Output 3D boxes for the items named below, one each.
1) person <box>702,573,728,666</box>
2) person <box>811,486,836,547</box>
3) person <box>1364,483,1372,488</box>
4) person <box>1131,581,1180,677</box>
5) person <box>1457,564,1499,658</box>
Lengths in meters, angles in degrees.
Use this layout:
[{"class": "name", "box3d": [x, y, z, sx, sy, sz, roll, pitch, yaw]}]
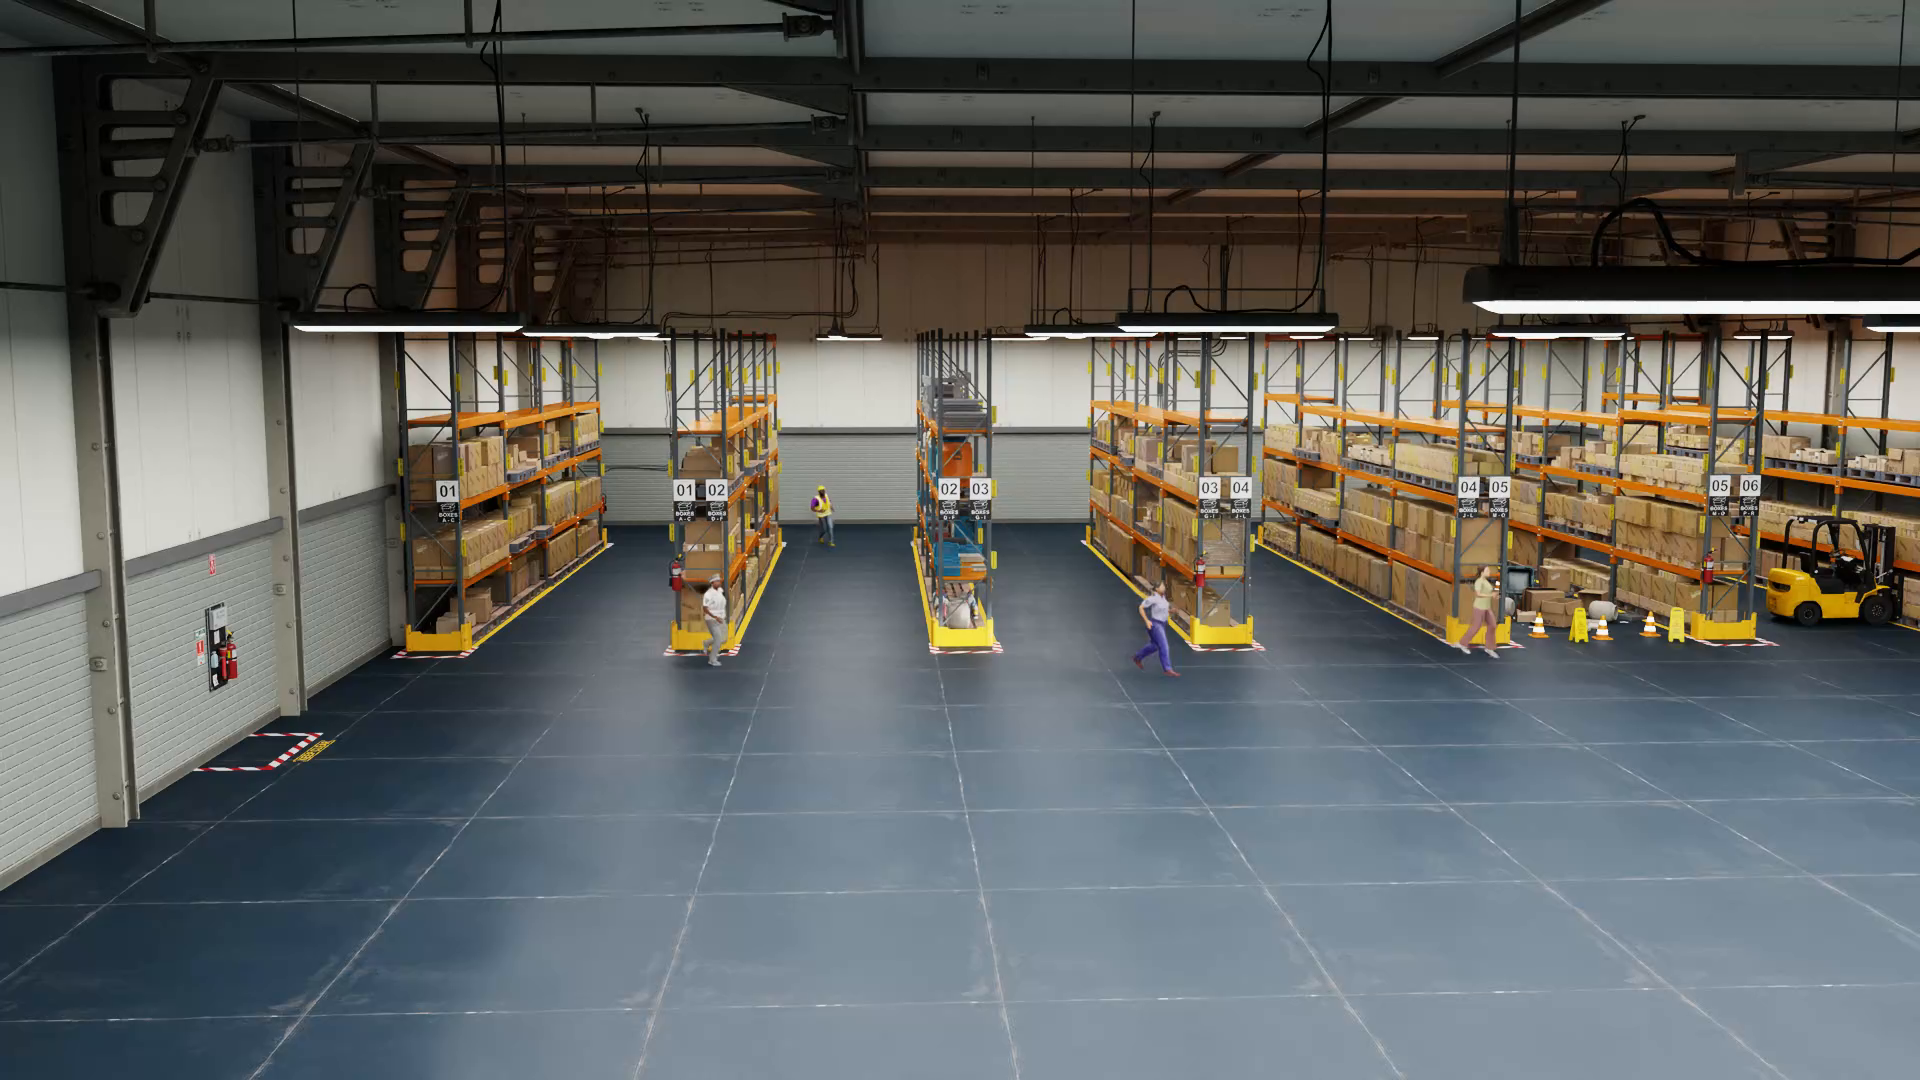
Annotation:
[{"class": "person", "box3d": [-4.402, 1.408, 29.741, 0.623, 1.661, 0.575, 4, 8, 33]}, {"class": "person", "box3d": [-3.898, -0.680, 47.127, 0.746, 1.724, 0.856, -5, 8, -37]}, {"class": "person", "box3d": [12.020, -0.866, 49.051, 0.586, 1.654, 0.617, -1, 7, -11]}, {"class": "person", "box3d": [3.377, 1.508, 28.710, 0.936, 1.638, 0.605, 3, 8, 27]}, {"class": "person", "box3d": [9.532, 1.300, 30.535, 0.757, 1.735, 0.601, 5, 9, 38]}]
